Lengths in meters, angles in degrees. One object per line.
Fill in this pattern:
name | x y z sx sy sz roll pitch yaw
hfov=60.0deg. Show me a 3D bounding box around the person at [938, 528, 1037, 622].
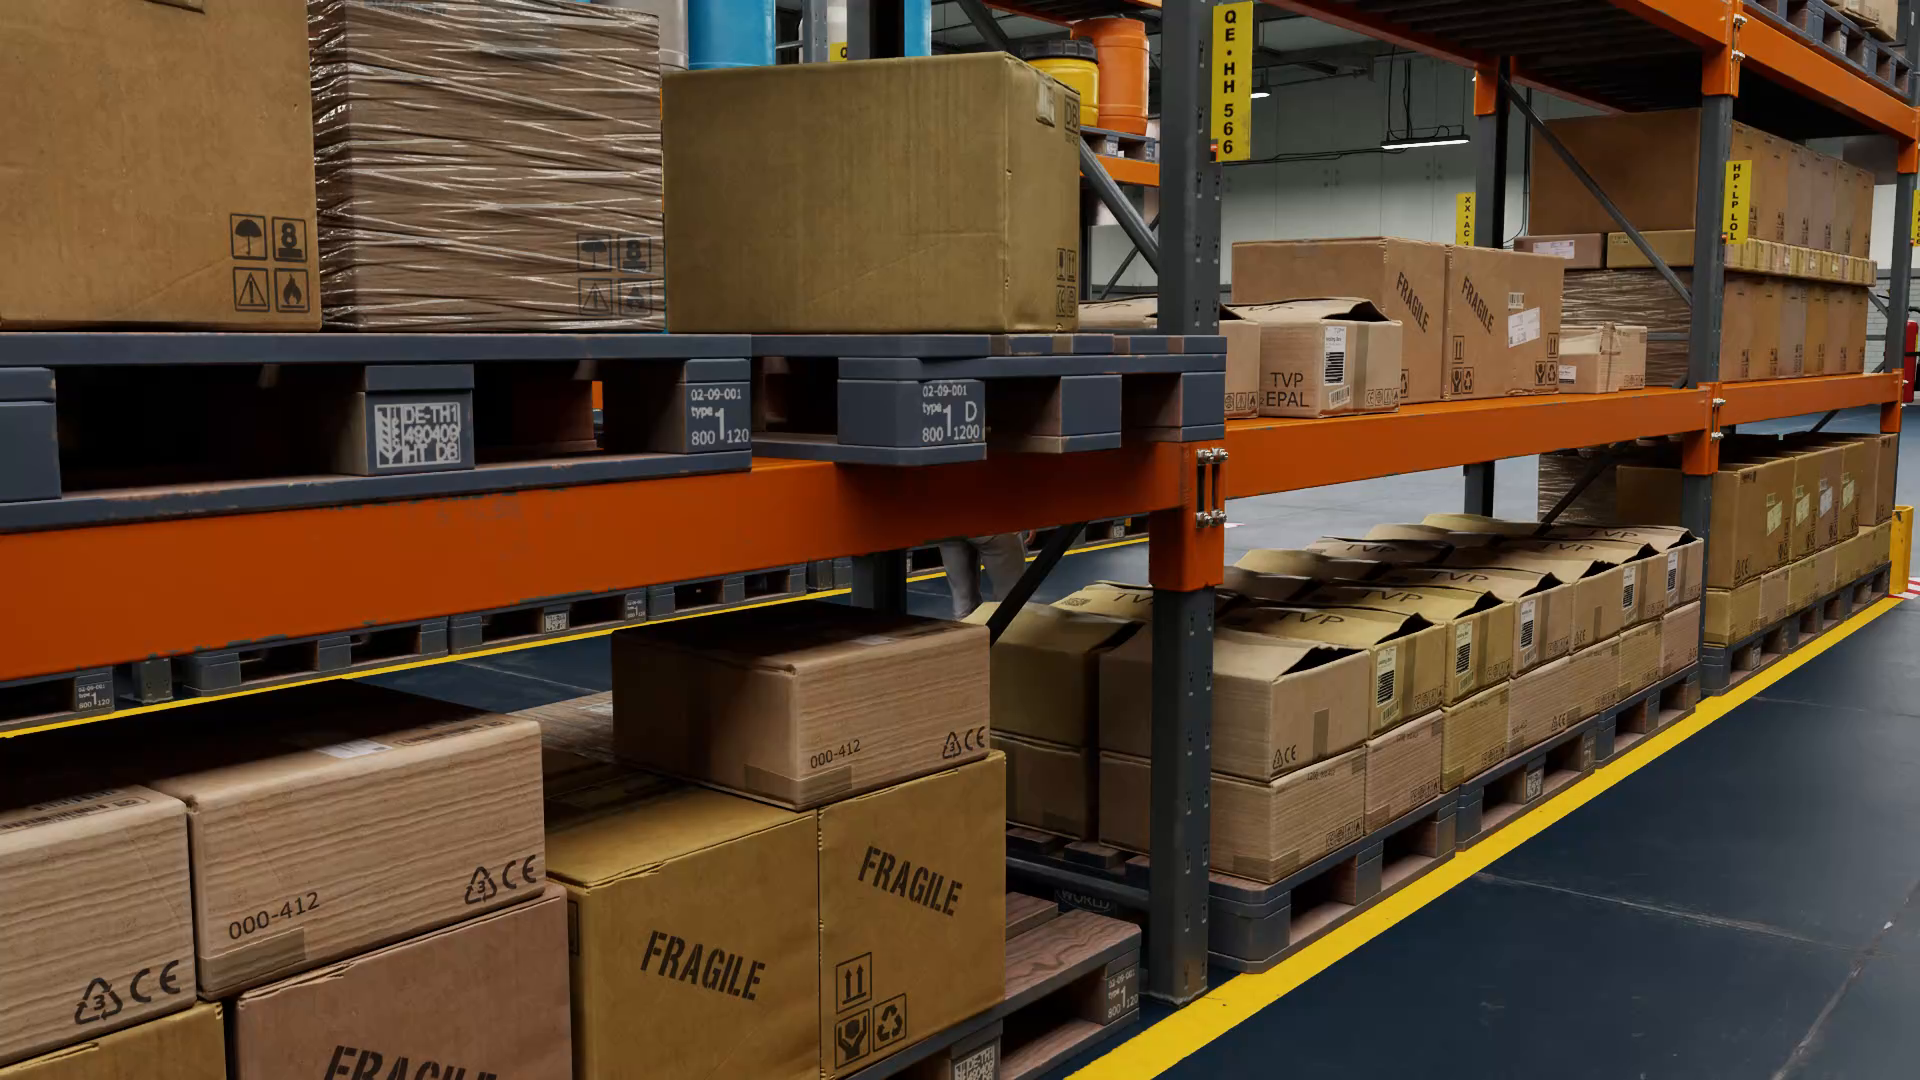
person | 0.117 -0.078 6.431 0.520 1.600 0.472 6 9 39
